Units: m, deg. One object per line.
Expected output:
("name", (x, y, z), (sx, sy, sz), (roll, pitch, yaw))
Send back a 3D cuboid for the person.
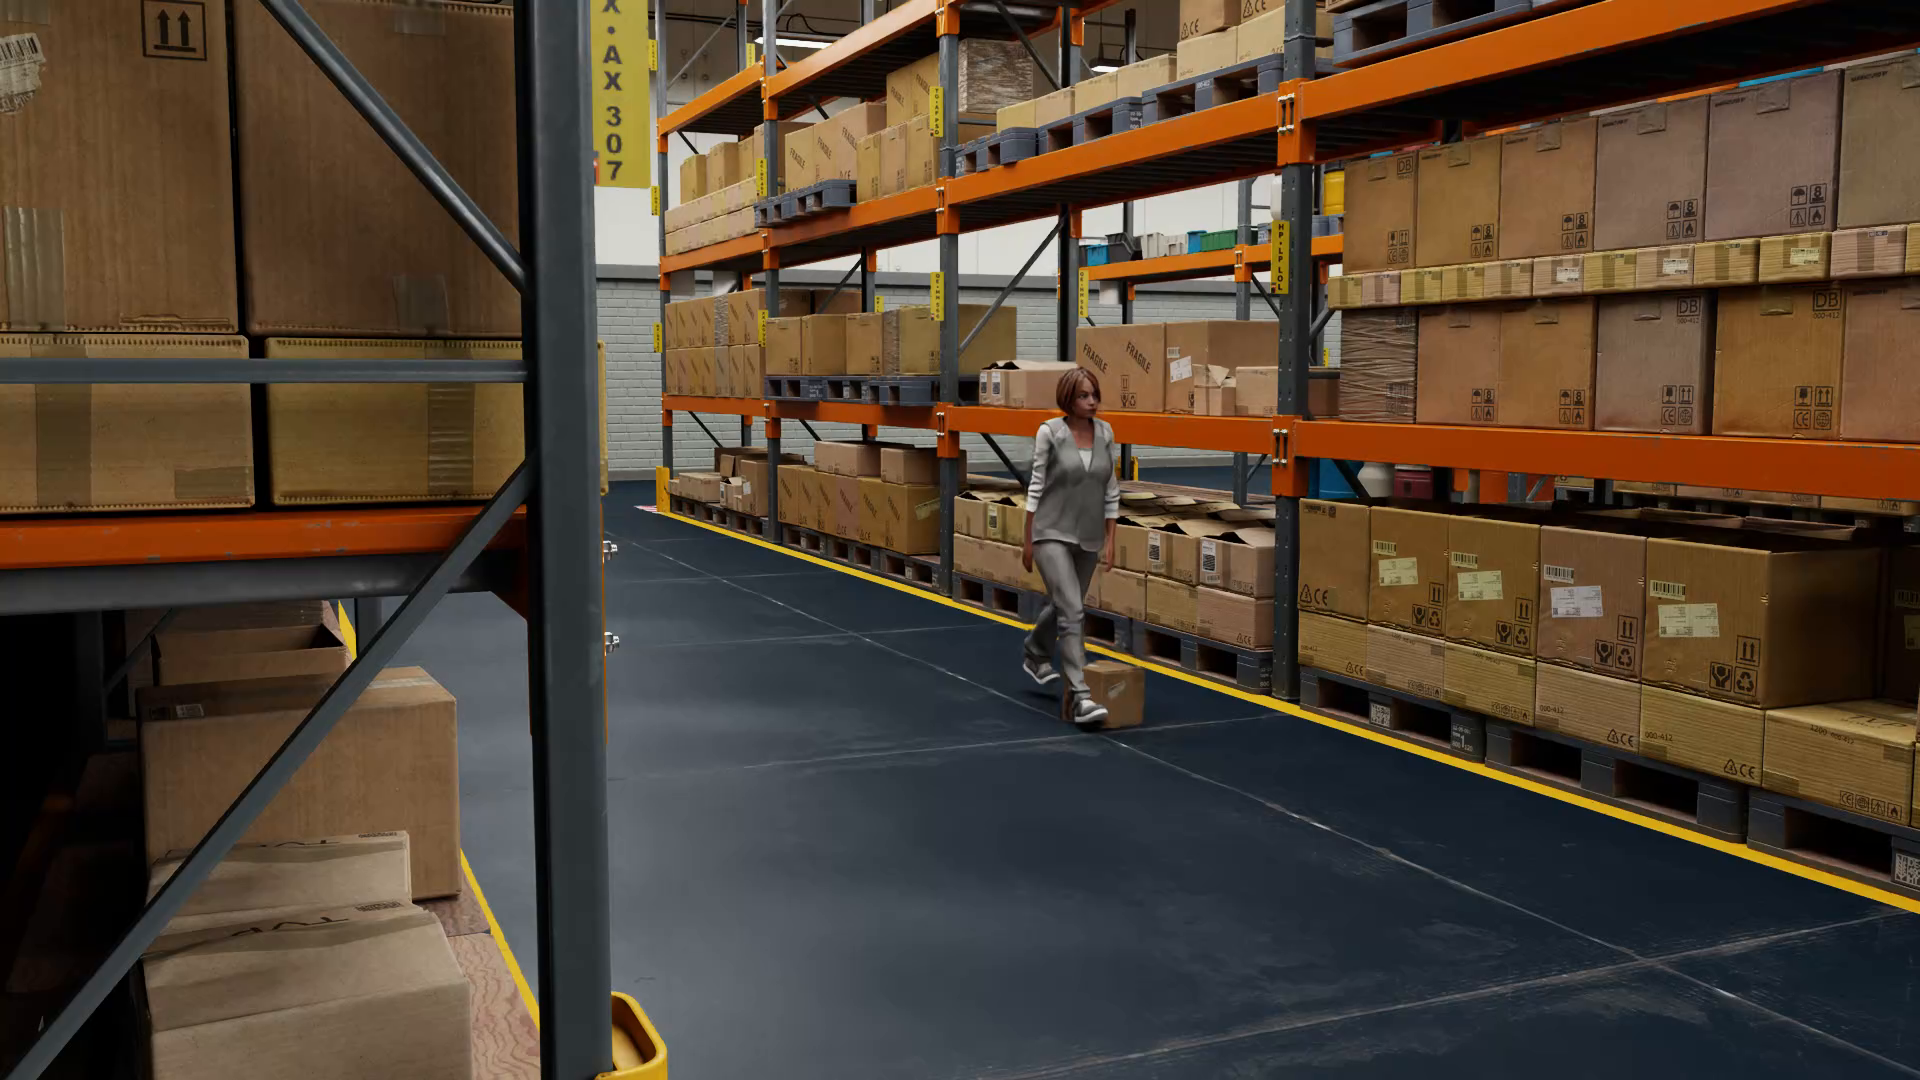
("person", (0.495, -0.001, 7.403), (0.419, 1.533, 1.020), (-3, 6, -25))
